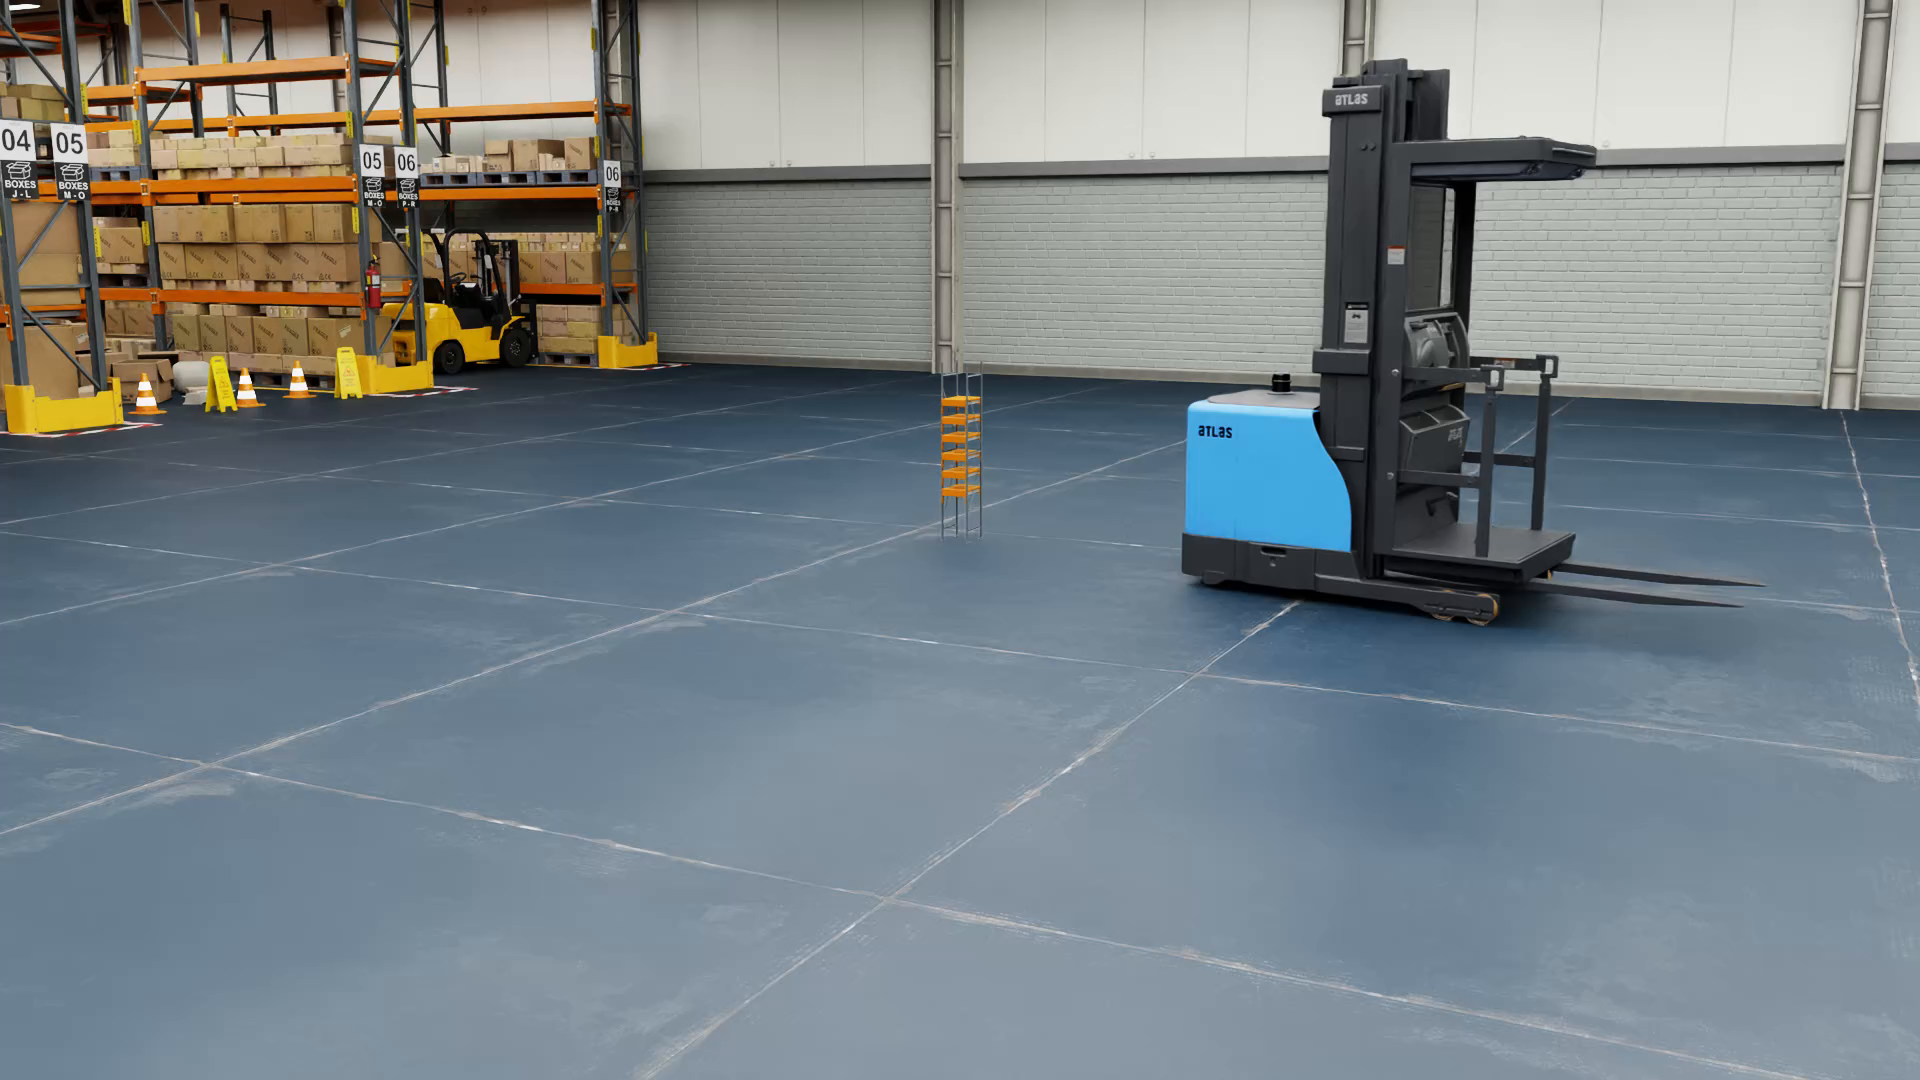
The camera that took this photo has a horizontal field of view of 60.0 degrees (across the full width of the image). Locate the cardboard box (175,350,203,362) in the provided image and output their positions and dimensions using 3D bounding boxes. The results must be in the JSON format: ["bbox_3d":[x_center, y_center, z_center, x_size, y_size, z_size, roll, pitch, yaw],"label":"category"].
[{"bbox_3d":[-10.712,-2.565,23.521,0.500,0.250,0.500,4,11,23],"label":"cardboard box"}]

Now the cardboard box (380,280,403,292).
[{"bbox_3d":[-7.747,-3.422,22.420,0.250,0.149,0.380,5,11,26],"label":"cardboard box"}]

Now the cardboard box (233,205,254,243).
[{"bbox_3d":[-9.428,-4.305,22.671,0.500,0.500,0.700,5,11,25],"label":"cardboard box"}]

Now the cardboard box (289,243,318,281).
[{"bbox_3d":[-8.590,-3.720,22.247,0.500,0.500,0.500,5,11,26],"label":"cardboard box"}]

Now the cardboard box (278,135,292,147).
[{"bbox_3d":[-8.840,-5.302,22.148,0.250,0.149,0.380,5,11,26],"label":"cardboard box"}]

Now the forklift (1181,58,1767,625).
[{"bbox_3d":[2.803,-1.100,9.080,3.031,2.935,1.130,7,12,34],"label":"forklift"}]

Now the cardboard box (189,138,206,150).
[{"bbox_3d":[-10.281,-5.406,22.720,0.250,0.149,0.380,5,11,25],"label":"cardboard box"}]

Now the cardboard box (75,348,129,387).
[{"bbox_3d":[-11.072,-2.131,21.208,0.503,0.637,0.797,5,11,26],"label":"cardboard box"}]

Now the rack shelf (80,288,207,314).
[{"bbox_3d":[-12.915,-3.605,24.744,4.000,0.370,1.077,5,11,26],"label":"rack shelf"}]

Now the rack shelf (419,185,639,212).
[{"bbox_3d":[-7.135,-5.558,27.117,4.000,0.370,1.077,5,11,26],"label":"rack shelf"}]

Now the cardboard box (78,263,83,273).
[{"bbox_3d":[-12.614,-3.963,24.231,0.250,0.149,0.380,5,11,26],"label":"cardboard box"}]

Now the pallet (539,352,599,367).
[{"bbox_3d":[-6.046,-2.960,26.994,1.213,0.211,1.003,5,11,26],"label":"pallet"}]

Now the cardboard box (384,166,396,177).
[{"bbox_3d":[-7.688,-4.916,22.254,0.250,0.149,0.380,5,11,26],"label":"cardboard box"}]

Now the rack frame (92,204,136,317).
[{"bbox_3d":[-16.103,-5.224,31.674,0.127,3.000,1.000,5,11,26],"label":"rack frame"}]

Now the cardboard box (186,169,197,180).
[{"bbox_3d":[-10.469,-5.058,23.038,0.250,0.149,0.380,5,11,26],"label":"cardboard box"}]

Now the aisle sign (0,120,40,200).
[{"bbox_3d":[-9.703,-3.913,17.128,0.004,0.787,0.394,5,11,26],"label":"aisle sign"}]

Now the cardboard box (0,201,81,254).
[{"bbox_3d":[-9.950,-3.328,17.742,0.550,0.550,0.875,5,11,26],"label":"cardboard box"}]

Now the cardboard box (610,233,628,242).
[{"bbox_3d":[-5.548,-4.854,26.691,0.250,0.149,0.380,5,11,25],"label":"cardboard box"}]

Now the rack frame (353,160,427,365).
[{"bbox_3d":[-7.534,-3.486,22.068,0.127,3.000,1.000,5,11,26],"label":"rack frame"}]

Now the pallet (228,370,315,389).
[{"bbox_3d":[-9.405,-2.286,23.266,1.213,0.211,1.003,5,11,26],"label":"pallet"}]

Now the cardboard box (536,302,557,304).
[{"bbox_3d":[-7.039,-3.814,27.615,0.500,0.250,0.500,5,11,25],"label":"cardboard box"}]

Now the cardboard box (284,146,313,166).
[{"bbox_3d":[-8.557,-5.074,22.004,0.500,0.250,0.500,5,11,25],"label":"cardboard box"}]

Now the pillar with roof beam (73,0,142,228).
[{"bbox_3d":[-18.233,-7.688,28.439,0.548,9.000,9.100,5,11,26],"label":"pillar with roof beam"}]

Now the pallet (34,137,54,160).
[{"bbox_3d":[-10.304,-4.176,17.710,1.213,0.211,1.003,5,11,26],"label":"pallet"}]

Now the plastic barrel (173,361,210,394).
[{"bbox_3d":[-10.057,-2.139,21.860,0.512,0.421,0.421,-4,11,-23],"label":"plastic barrel"}]

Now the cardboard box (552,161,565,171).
[{"bbox_3d":[-6.219,-5.904,26.251,0.250,0.149,0.380,5,11,24],"label":"cardboard box"}]

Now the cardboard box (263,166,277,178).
[{"bbox_3d":[-9.114,-4.927,22.313,0.250,0.149,0.380,5,11,24],"label":"cardboard box"}]

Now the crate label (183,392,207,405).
[{"bbox_3d":[-9.410,-1.753,20.531,0.298,0.136,0.250,-1,10,-4],"label":"crate label"}]

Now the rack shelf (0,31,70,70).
[{"bbox_3d":[-11.428,-5.246,18.092,4.000,0.370,1.077,5,11,26],"label":"rack shelf"}]

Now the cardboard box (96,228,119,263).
[{"bbox_3d":[-12.083,-4.242,23.950,0.500,0.500,0.500,5,11,26],"label":"cardboard box"}]

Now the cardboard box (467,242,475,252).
[{"bbox_3d":[-7.857,-4.807,27.265,0.250,0.149,0.380,5,11,25],"label":"cardboard box"}]

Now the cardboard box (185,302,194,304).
[{"bbox_3d":[-13.986,-4.295,30.560,0.250,0.149,0.380,5,11,25],"label":"cardboard box"}]

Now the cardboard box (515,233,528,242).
[{"bbox_3d":[-6.945,-4.873,26.793,0.250,0.149,0.380,5,12,27],"label":"cardboard box"}]

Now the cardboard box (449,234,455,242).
[{"bbox_3d":[-8.267,-5.011,27.560,0.250,0.149,0.380,5,11,25],"label":"cardboard box"}]

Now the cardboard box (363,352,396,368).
[{"bbox_3d":[-8.135,-2.447,22.870,0.500,0.250,0.500,5,11,25],"label":"cardboard box"}]

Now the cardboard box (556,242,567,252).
[{"bbox_3d":[-6.224,-4.675,26.538,0.250,0.149,0.380,5,12,27],"label":"cardboard box"}]

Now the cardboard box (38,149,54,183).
[{"bbox_3d":[-13.328,-5.527,24.635,0.637,0.503,0.797,5,11,26],"label":"cardboard box"}]

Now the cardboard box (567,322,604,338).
[{"bbox_3d":[-5.916,-3.367,26.548,0.500,0.250,0.500,5,11,25],"label":"cardboard box"}]

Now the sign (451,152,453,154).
[{"bbox_3d":[-8.684,-6.452,28.361,0.005,0.325,0.100,5,11,26],"label":"sign"}]

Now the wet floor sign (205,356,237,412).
[{"bbox_3d":[-8.732,-1.843,19.600,0.232,0.644,0.267,3,11,16],"label":"wet floor sign"}]

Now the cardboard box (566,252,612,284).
[{"bbox_3d":[-5.899,-4.325,26.423,0.500,0.500,0.500,5,11,25],"label":"cardboard box"}]

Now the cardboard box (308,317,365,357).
[{"bbox_3d":[-8.368,-2.730,22.327,0.500,0.500,0.500,5,11,26],"label":"cardboard box"}]

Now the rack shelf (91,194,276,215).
[{"bbox_3d":[-14.309,-6.189,30.600,4.000,0.370,1.077,5,11,26],"label":"rack shelf"}]

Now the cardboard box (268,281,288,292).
[{"bbox_3d":[-9.142,-3.447,22.559,0.250,0.149,0.380,5,11,25],"label":"cardboard box"}]

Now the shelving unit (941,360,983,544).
[{"bbox_3d":[0.013,-0.589,11.117,0.189,1.200,0.258,5,11,26],"label":"shelving unit"}]

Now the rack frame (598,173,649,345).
[{"bbox_3d":[-5.341,-4.279,26.449,0.127,3.000,1.000,5,11,26],"label":"rack frame"}]

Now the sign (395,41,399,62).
[{"bbox_3d":[-9.158,-7.957,27.082,0.005,0.325,0.100,5,11,26],"label":"sign"}]

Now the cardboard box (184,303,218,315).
[{"bbox_3d":[-10.626,-3.234,23.290,0.250,0.149,0.380,5,11,27],"label":"cardboard box"}]

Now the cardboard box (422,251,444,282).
[{"bbox_3d":[-8.646,-4.567,27.758,0.500,0.500,0.500,5,11,24],"label":"cardboard box"}]

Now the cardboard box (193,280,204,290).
[{"bbox_3d":[-10.480,-3.574,23.258,0.250,0.149,0.380,5,11,26],"label":"cardboard box"}]

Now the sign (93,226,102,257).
[{"bbox_3d":[-9.383,-3.240,18.058,0.005,0.325,0.100,5,11,26],"label":"sign"}]

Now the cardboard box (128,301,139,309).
[{"bbox_3d":[-15.381,-4.422,31.257,0.250,0.149,0.380,4,11,23],"label":"cardboard box"}]

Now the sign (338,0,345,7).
[{"bbox_3d":[-7.798,-6.888,20.955,0.005,0.325,0.100,5,11,26],"label":"sign"}]

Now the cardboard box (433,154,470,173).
[{"bbox_3d":[-8.290,-6.178,27.308,0.500,0.311,0.500,5,12,27],"label":"cardboard box"}]

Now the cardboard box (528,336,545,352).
[{"bbox_3d":[-6.789,-3.201,27.033,0.500,0.250,0.500,5,11,26],"label":"cardboard box"}]

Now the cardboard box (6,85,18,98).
[{"bbox_3d":[-10.017,-4.785,17.829,0.250,0.149,0.380,5,11,26],"label":"cardboard box"}]

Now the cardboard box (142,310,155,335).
[{"bbox_3d":[-14.841,-4.047,31.006,0.500,0.500,0.500,5,11,24],"label":"cardboard box"}]

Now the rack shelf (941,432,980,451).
[{"bbox_3d":[0.013,-0.664,11.104,0.180,0.103,0.258,5,11,26],"label":"rack shelf"}]

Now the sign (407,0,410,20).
[{"bbox_3d":[-7.294,-7.023,21.922,0.005,0.325,0.100,5,11,26],"label":"sign"}]
